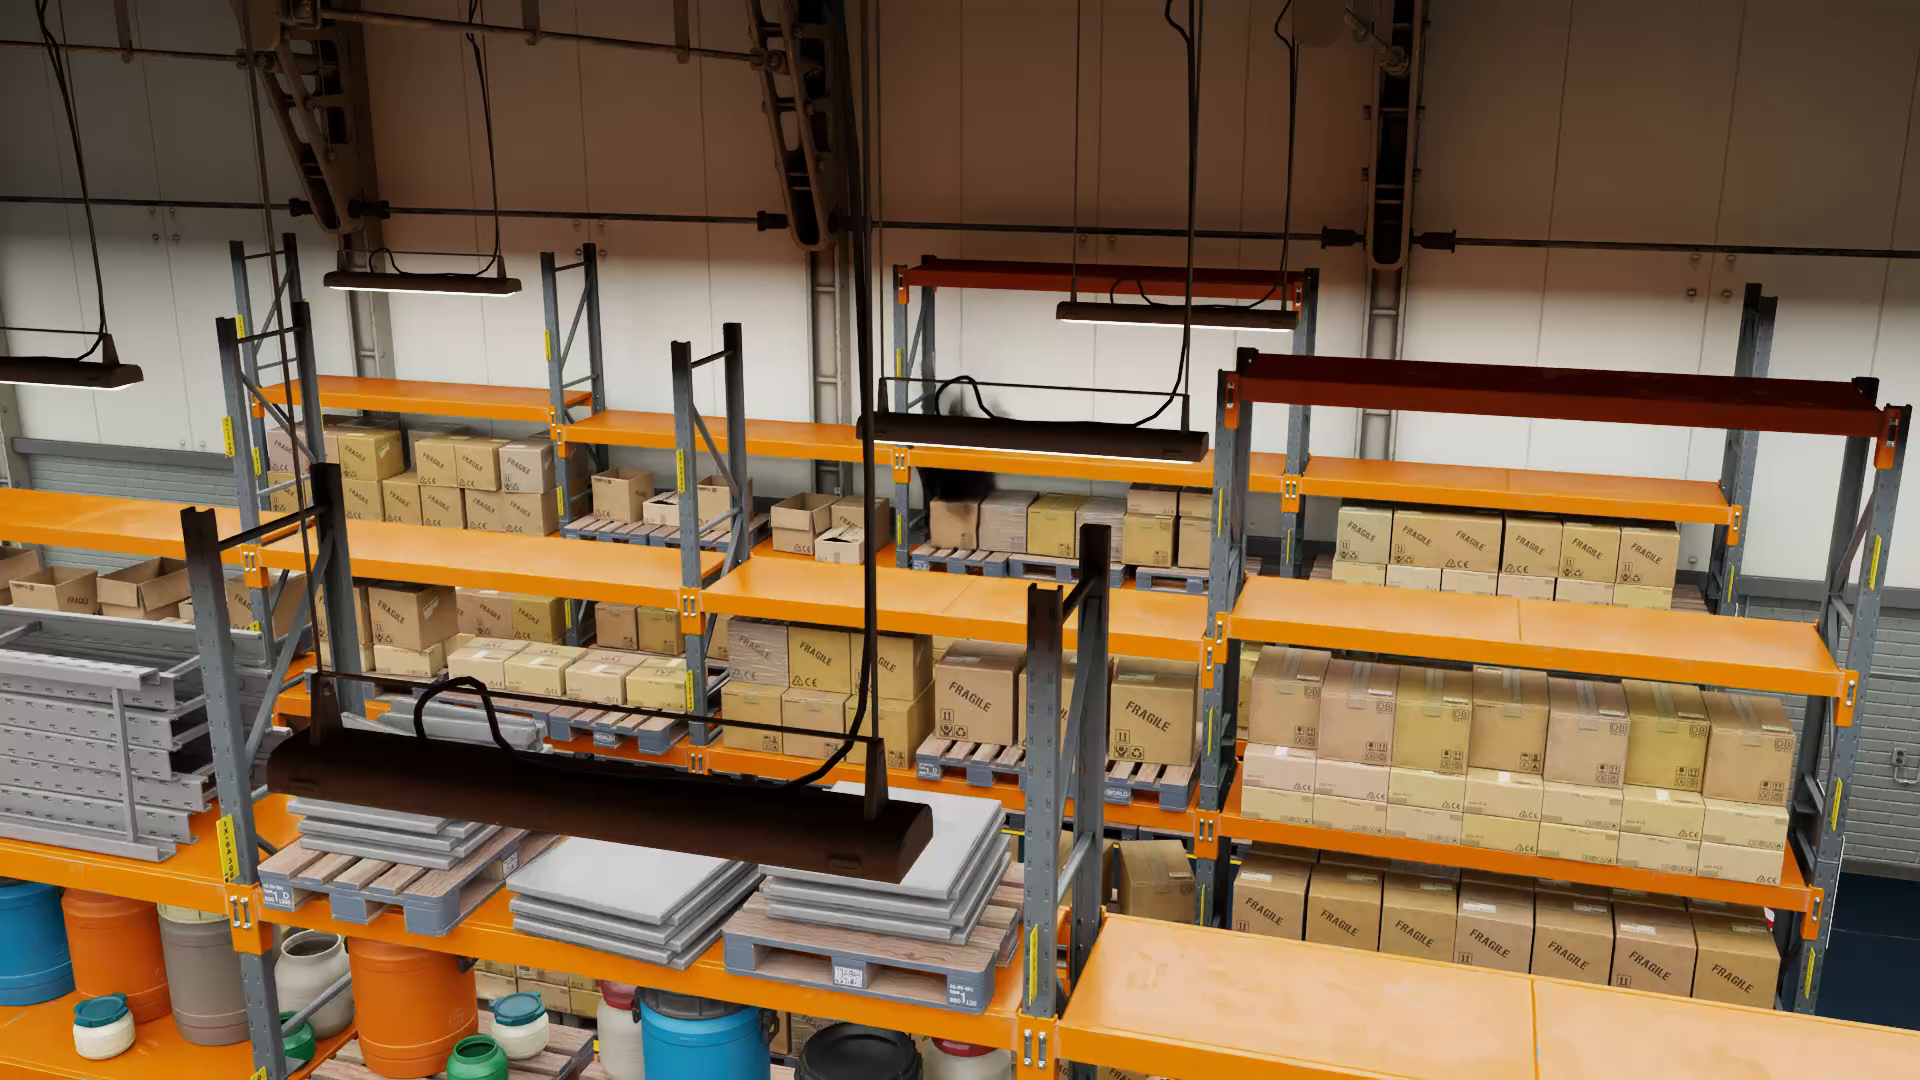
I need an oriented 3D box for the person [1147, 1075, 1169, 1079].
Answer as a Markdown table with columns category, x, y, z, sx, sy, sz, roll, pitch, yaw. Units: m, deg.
| category | x | y | z | sx | sy | sz | roll | pitch | yaw |
| --- | --- | --- | --- | --- | --- | --- | --- | --- | --- |
| person | 1.255 | 4.264 | 10.826 | 0.825 | 1.771 | 0.633 | 1 | 16 | 3 |
